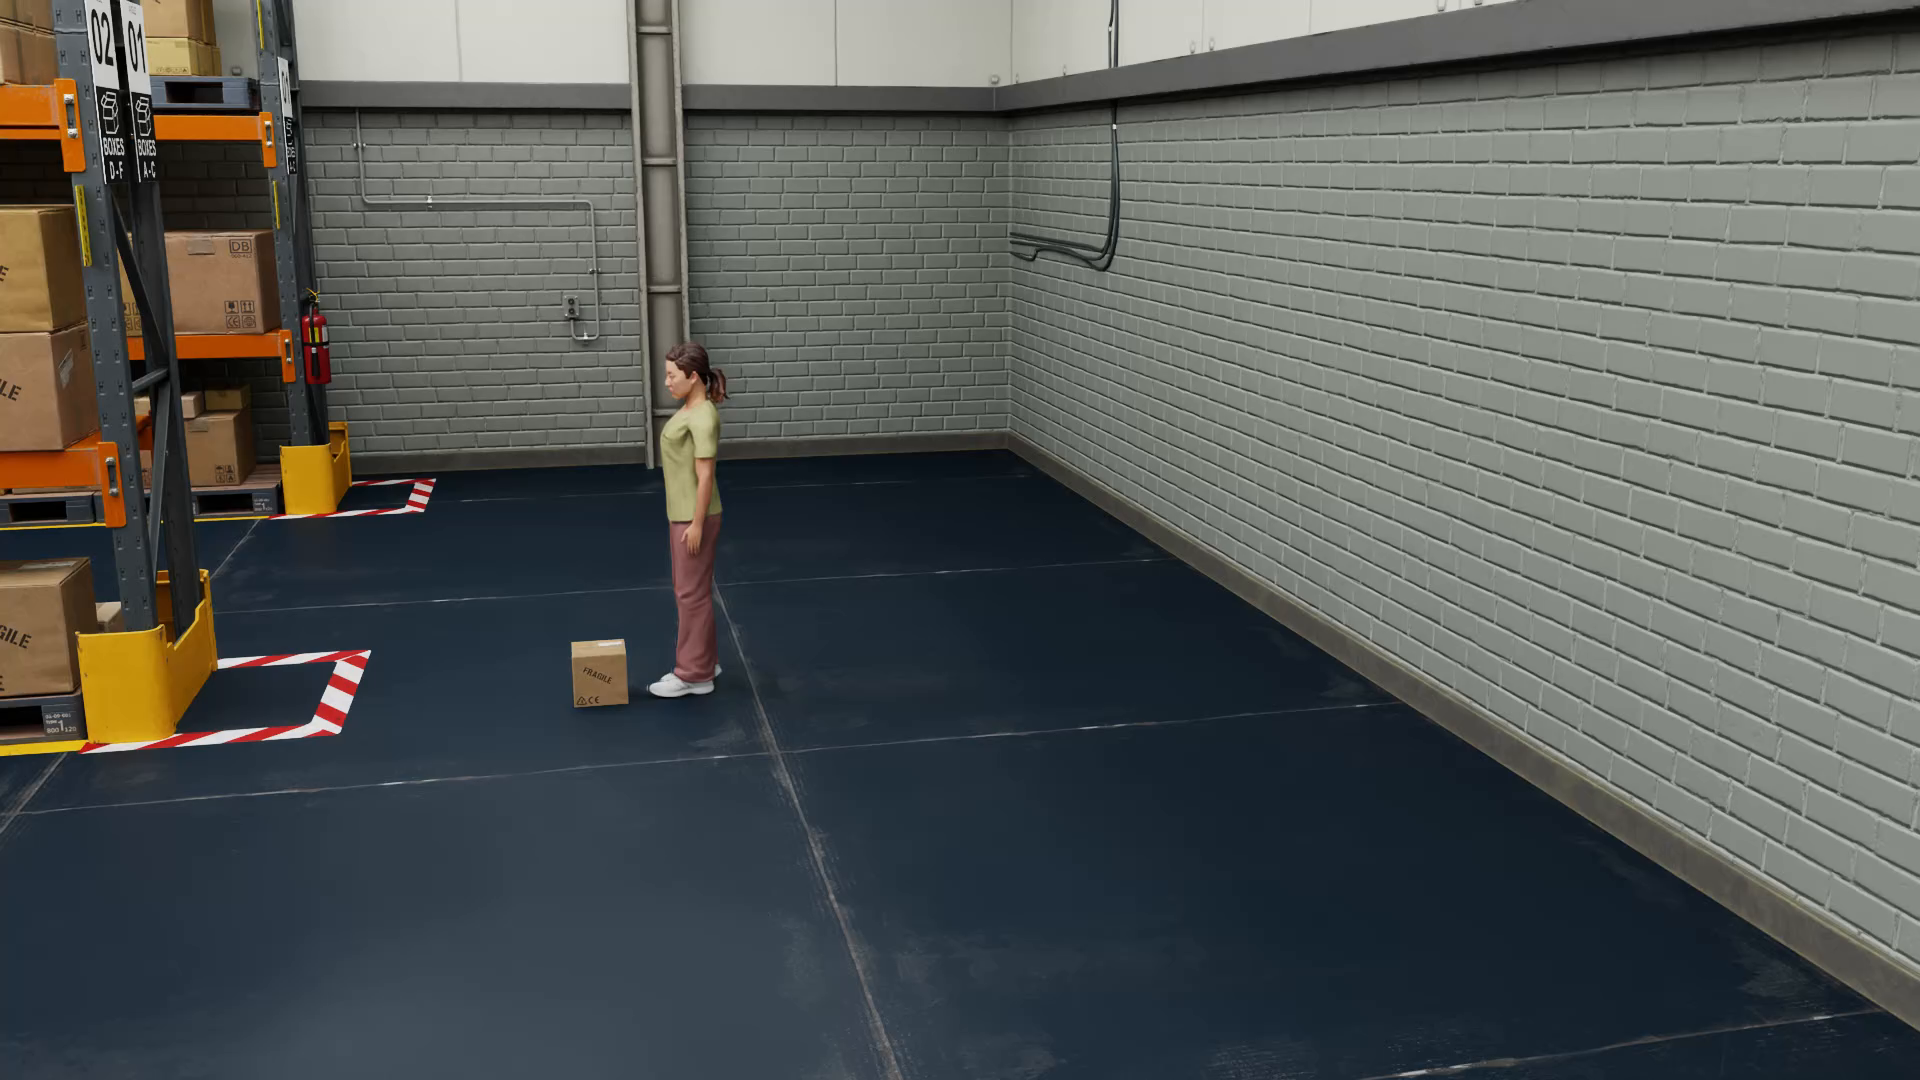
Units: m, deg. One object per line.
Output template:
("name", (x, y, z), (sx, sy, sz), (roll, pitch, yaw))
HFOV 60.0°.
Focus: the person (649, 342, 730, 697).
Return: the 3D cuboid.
("person", (-1.284, -0.080, 7.856), (0.433, 1.715, 0.478), (-3, 13, -13))
